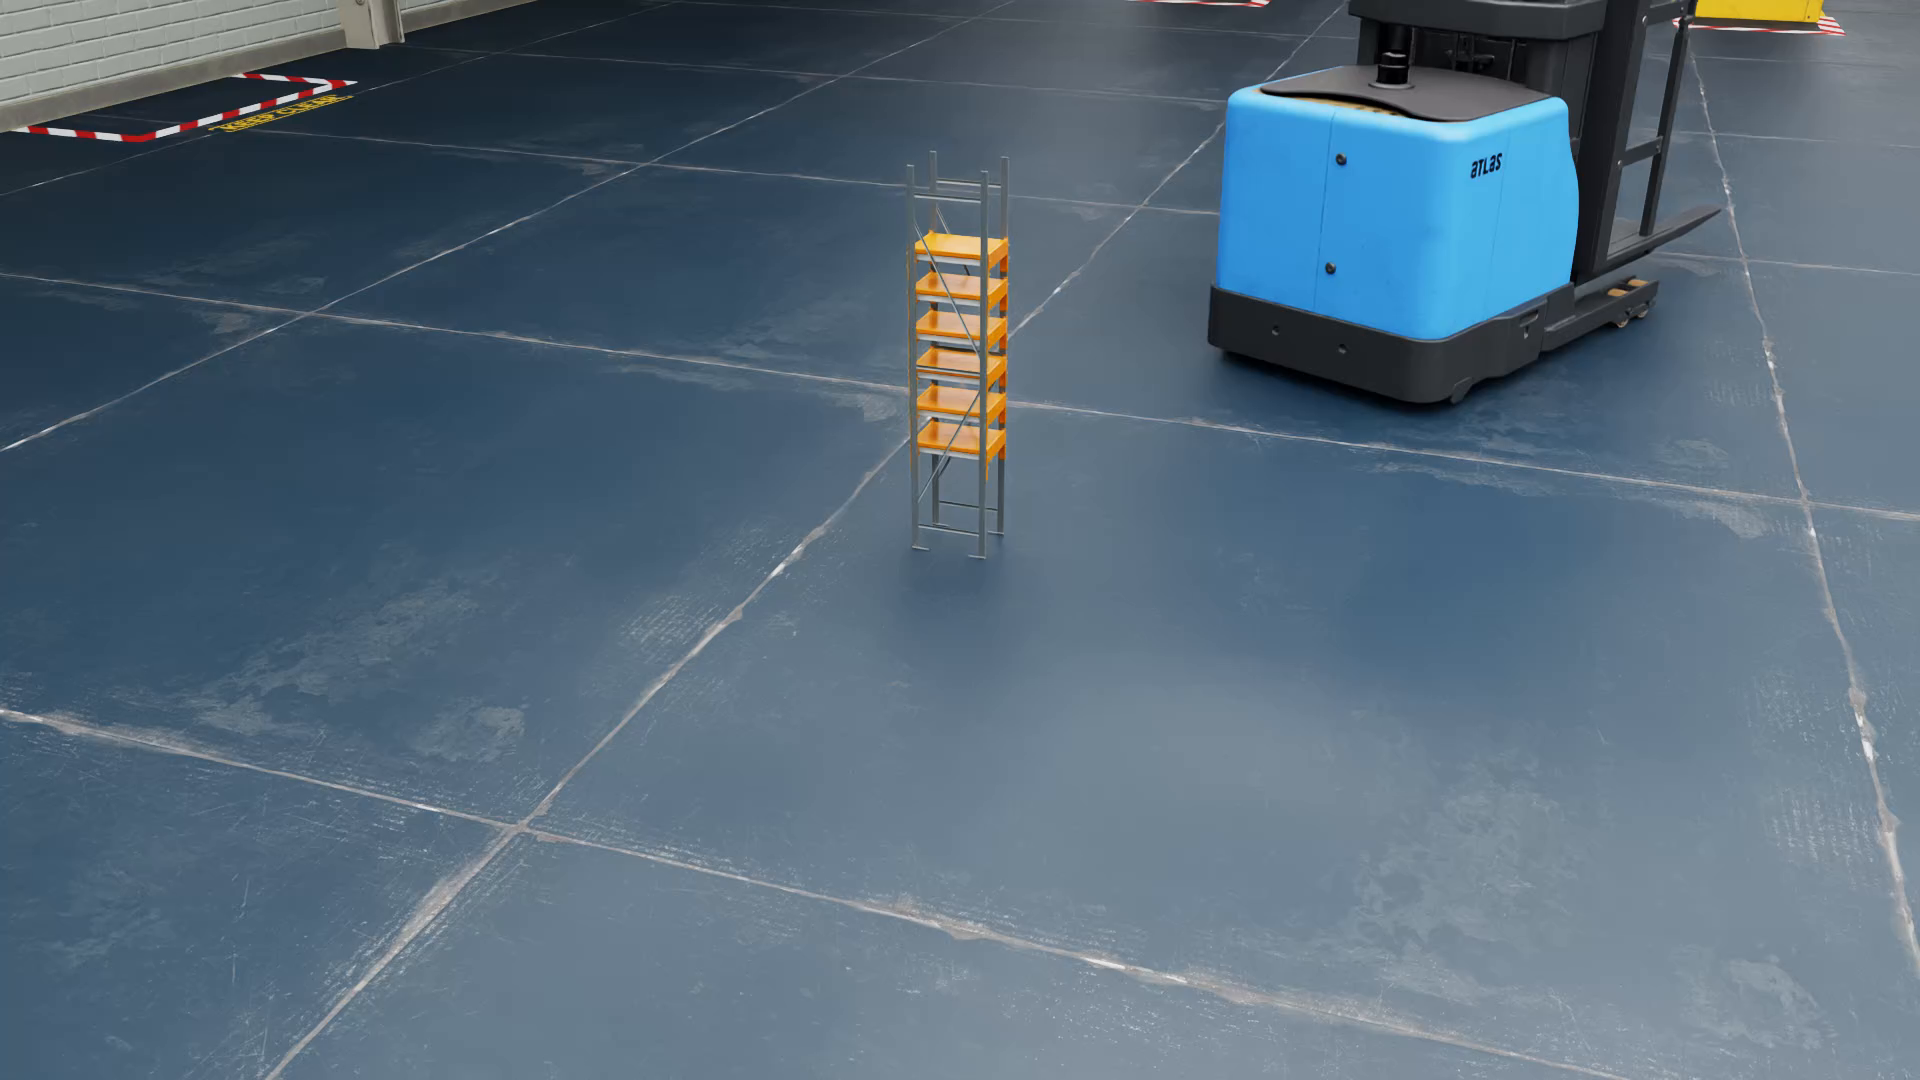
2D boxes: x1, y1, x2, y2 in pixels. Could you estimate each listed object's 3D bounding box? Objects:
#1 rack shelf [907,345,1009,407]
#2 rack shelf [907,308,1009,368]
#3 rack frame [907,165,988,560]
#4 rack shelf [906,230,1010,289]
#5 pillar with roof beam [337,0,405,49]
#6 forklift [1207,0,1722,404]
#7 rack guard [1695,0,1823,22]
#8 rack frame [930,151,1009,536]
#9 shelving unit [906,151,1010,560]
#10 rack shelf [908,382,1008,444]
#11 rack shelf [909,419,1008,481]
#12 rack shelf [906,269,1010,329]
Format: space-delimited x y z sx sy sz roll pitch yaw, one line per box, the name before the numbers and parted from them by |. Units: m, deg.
rack shelf | -0.005 -0.494 4.996 0.258 0.103 0.180 9 27 17
rack shelf | -0.005 -0.602 4.943 0.258 0.103 0.180 9 27 17
rack frame | -0.035 -0.496 4.899 0.240 1.200 0.006 9 27 17
rack shelf | -0.005 -0.818 4.839 0.258 0.103 0.180 9 27 17
pillar with roof beam | -0.747 -7.496 10.406 9.100 9.000 0.400 9 27 17
forklift | 2.398 -2.368 6.777 1.130 2.935 3.031 23 34 39
rack guard | 7.096 -4.949 14.898 1.175 0.500 0.348 9 27 17
rack frame | 0.026 -0.572 5.054 0.240 1.200 0.006 9 27 17
shelving unit | -0.005 -0.534 4.976 0.258 1.200 0.189 9 27 17
rack shelf | -0.005 -0.386 5.048 0.258 0.103 0.180 9 27 17
rack shelf | -0.005 -0.278 5.100 0.258 0.103 0.180 9 27 17
rack shelf | -0.005 -0.710 4.891 0.258 0.103 0.180 9 27 17
